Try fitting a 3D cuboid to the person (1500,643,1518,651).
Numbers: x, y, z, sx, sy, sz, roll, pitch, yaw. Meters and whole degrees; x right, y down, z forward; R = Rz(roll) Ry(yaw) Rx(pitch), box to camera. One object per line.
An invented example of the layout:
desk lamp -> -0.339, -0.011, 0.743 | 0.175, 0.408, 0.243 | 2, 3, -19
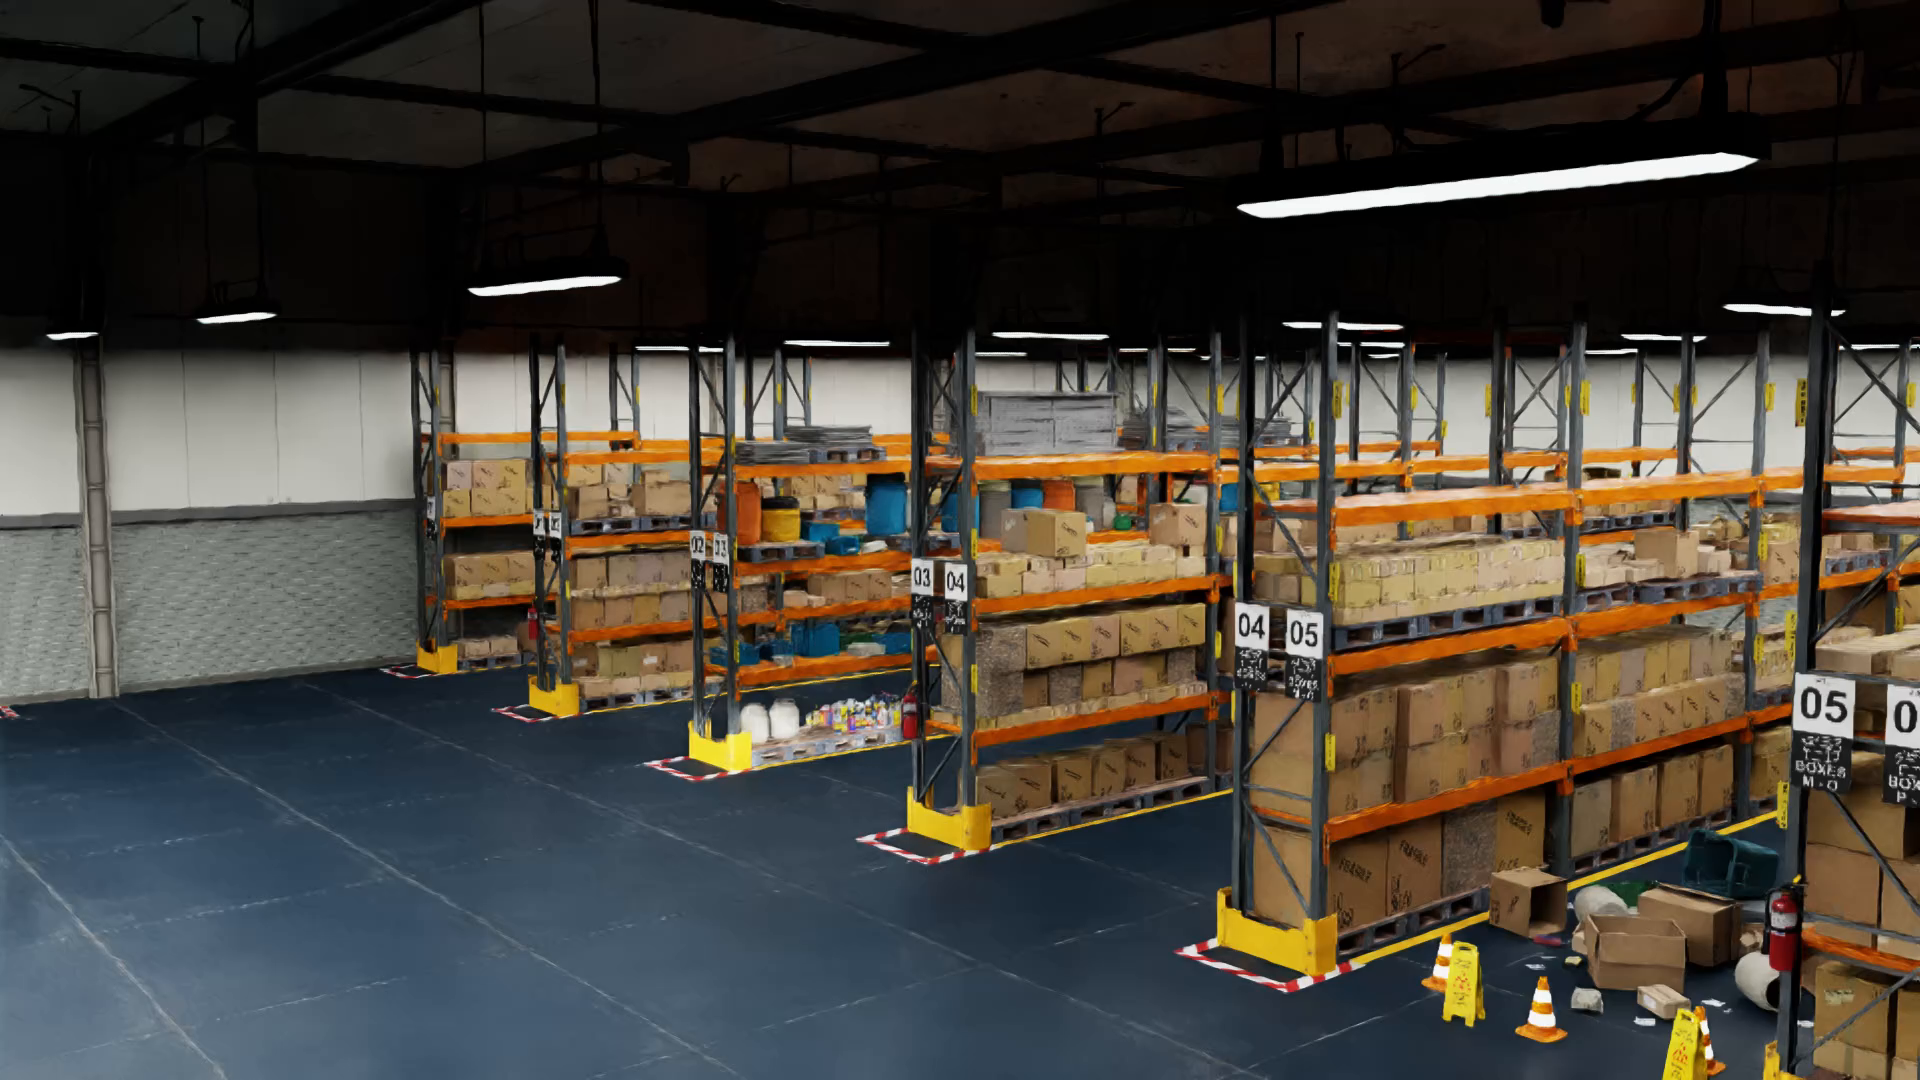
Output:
person -> 7.666, 2.199, 23.306 | 1.086, 1.589, 0.495 | -4, 7, -37
